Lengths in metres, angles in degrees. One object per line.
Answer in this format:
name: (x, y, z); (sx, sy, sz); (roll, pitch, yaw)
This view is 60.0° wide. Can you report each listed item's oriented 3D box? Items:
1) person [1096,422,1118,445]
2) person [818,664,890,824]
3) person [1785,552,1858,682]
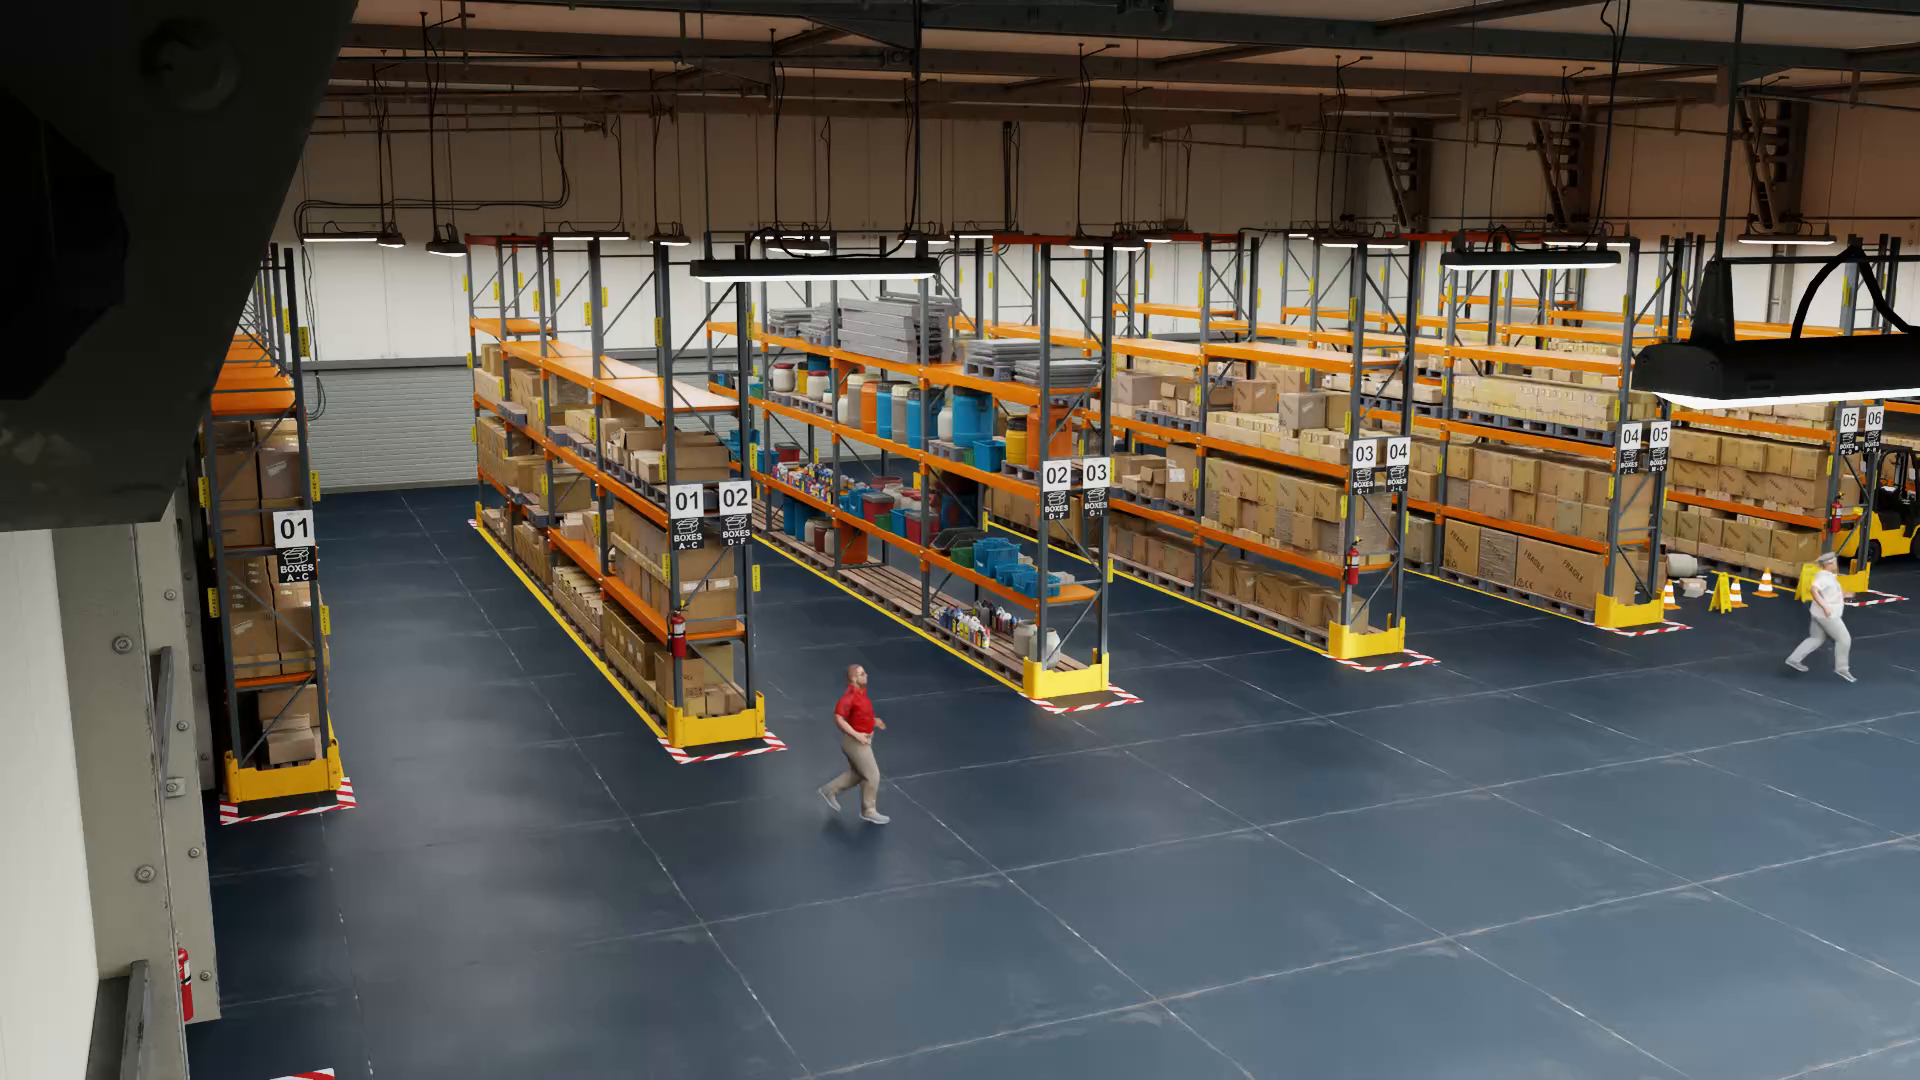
person: (3.758, -2.540, 41.572); (0.779, 1.823, 0.687); (-7, 13, -32)
person: (-1.131, 2.154, 17.568); (0.780, 1.724, 0.670); (0, 11, 1)
person: (12.031, 1.059, 23.080); (0.899, 1.808, 0.668); (2, 11, 12)
